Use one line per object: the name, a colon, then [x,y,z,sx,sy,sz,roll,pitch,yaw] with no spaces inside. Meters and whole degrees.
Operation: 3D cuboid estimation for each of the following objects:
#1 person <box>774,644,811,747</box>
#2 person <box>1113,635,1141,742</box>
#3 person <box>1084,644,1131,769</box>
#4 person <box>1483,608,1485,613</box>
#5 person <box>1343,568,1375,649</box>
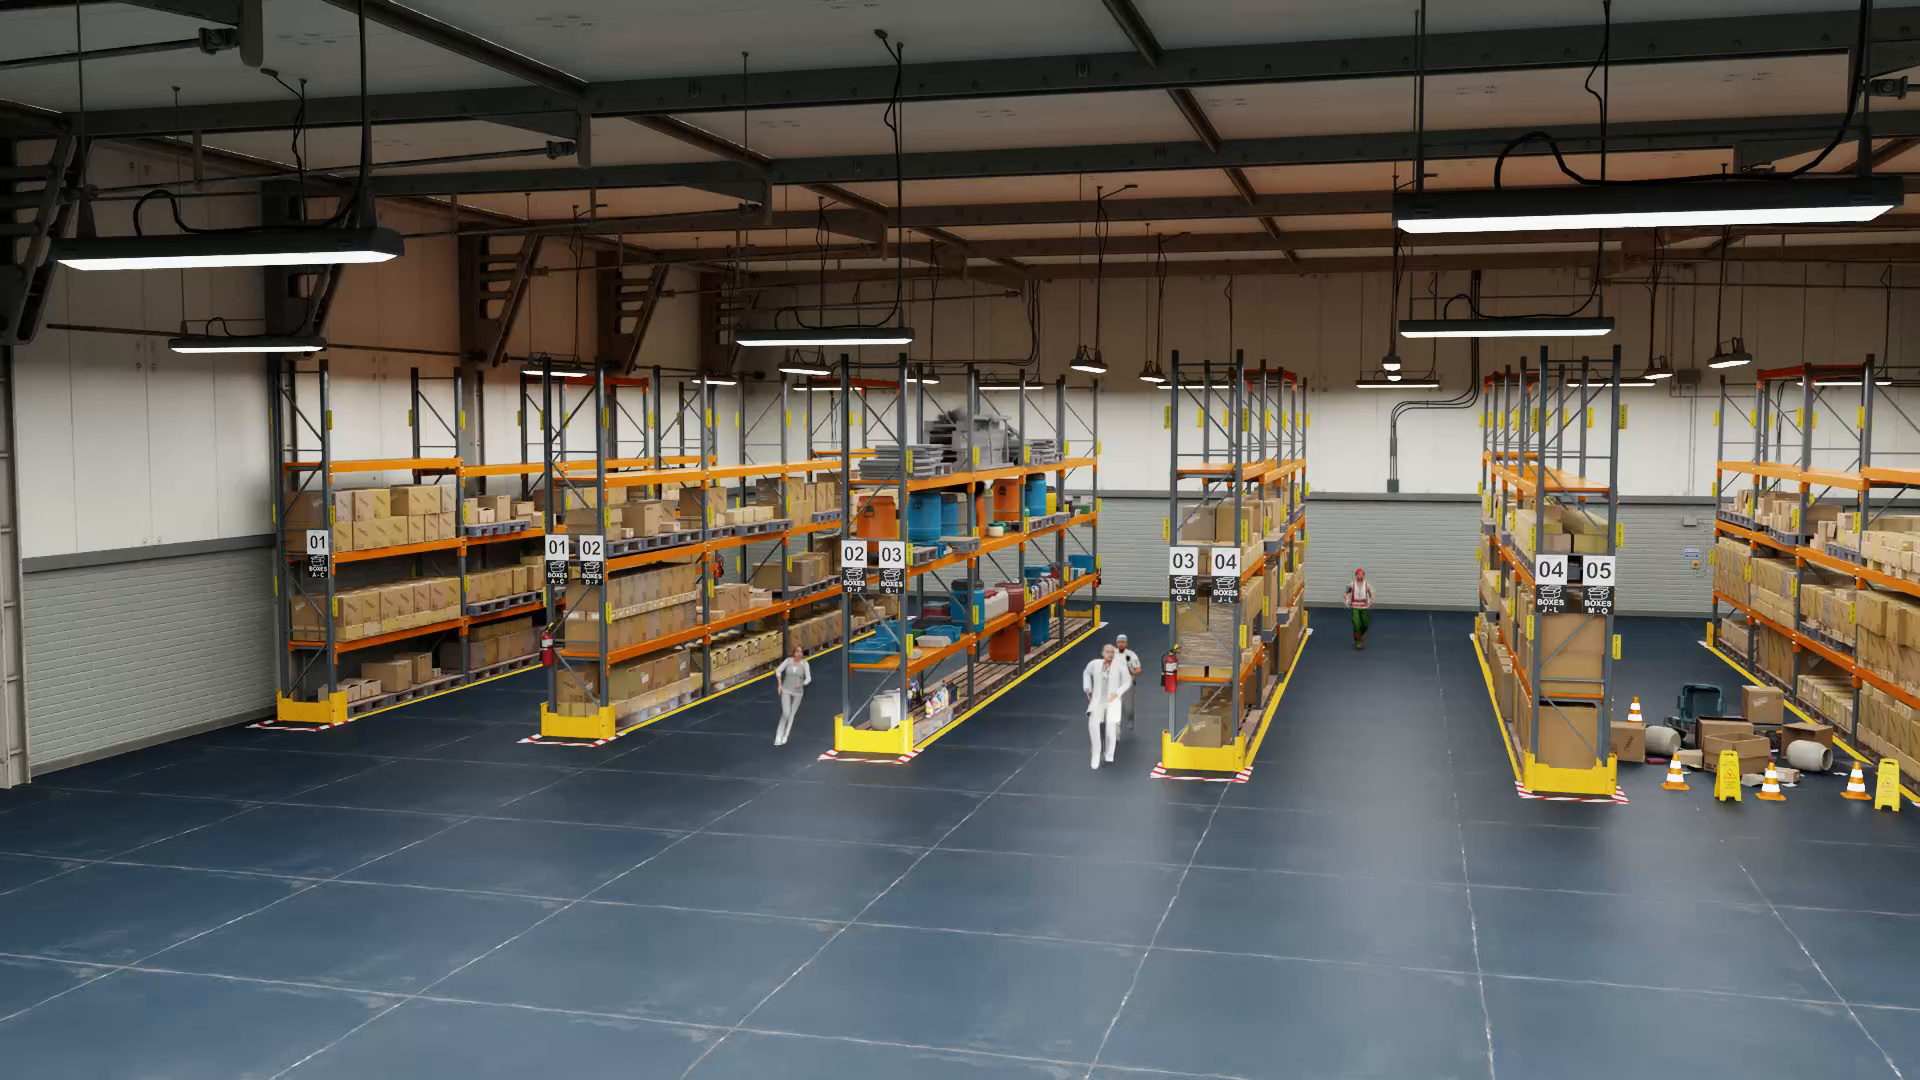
person: [-2.577,2.384,25.552,0.570,1.571,0.594,-1,4,-12]
person: [2.535,2.301,26.120,0.619,1.638,0.830,1,4,13]
person: [2.118,2.399,24.120,0.719,1.800,0.720,1,4,12]
person: [12.570,1.426,39.259,0.664,1.549,0.661,2,5,31]
person: [8.781,1.499,36.593,0.663,1.749,0.786,1,4,9]
